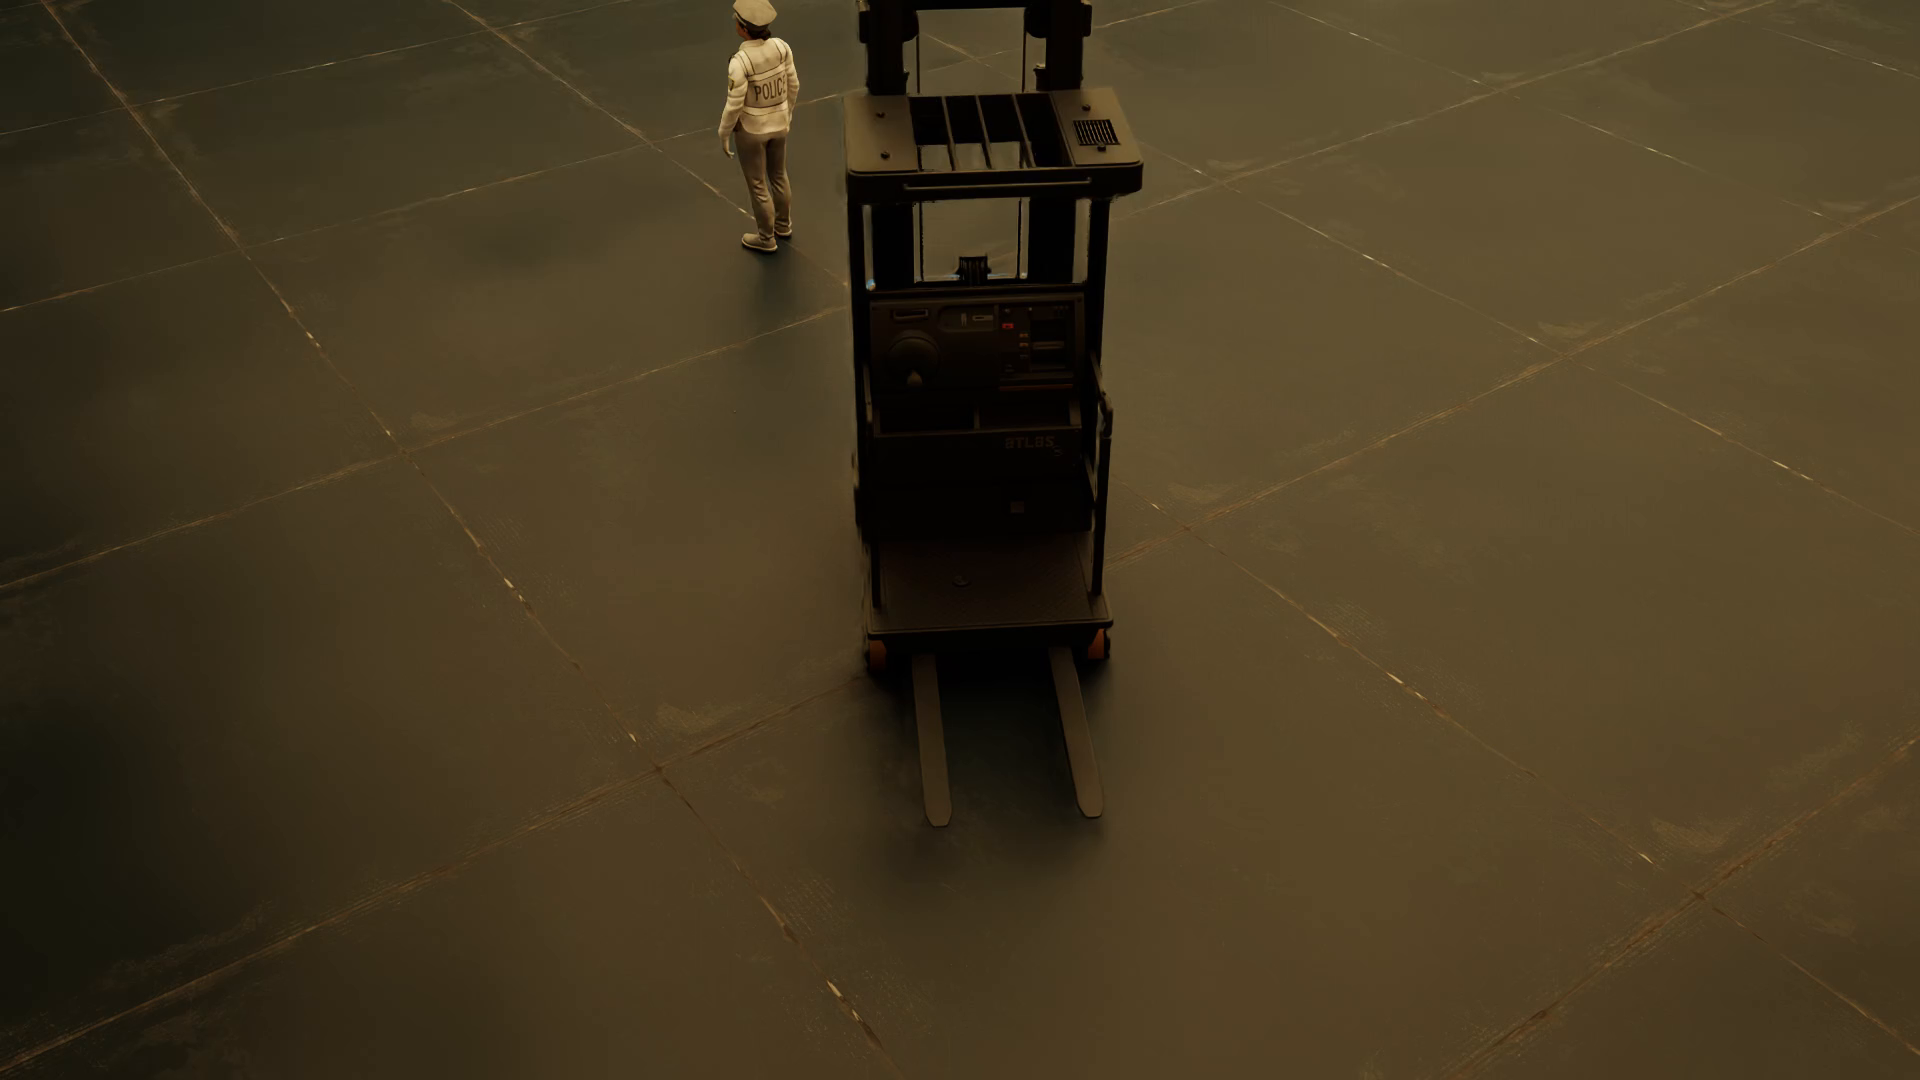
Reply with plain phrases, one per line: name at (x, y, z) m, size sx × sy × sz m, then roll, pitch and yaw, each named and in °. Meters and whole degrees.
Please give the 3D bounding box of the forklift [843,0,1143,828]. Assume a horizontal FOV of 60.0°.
forklift at (0.097, -0.788, 7.010) m, size 1.130 × 2.935 × 3.031 m, roll -3°, pitch 37°, yaw -4°

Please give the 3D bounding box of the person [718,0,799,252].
person at (-1.304, -2.631, 10.531) m, size 0.588 × 1.694 × 0.530 m, roll -29°, pitch 45°, yaw -33°
